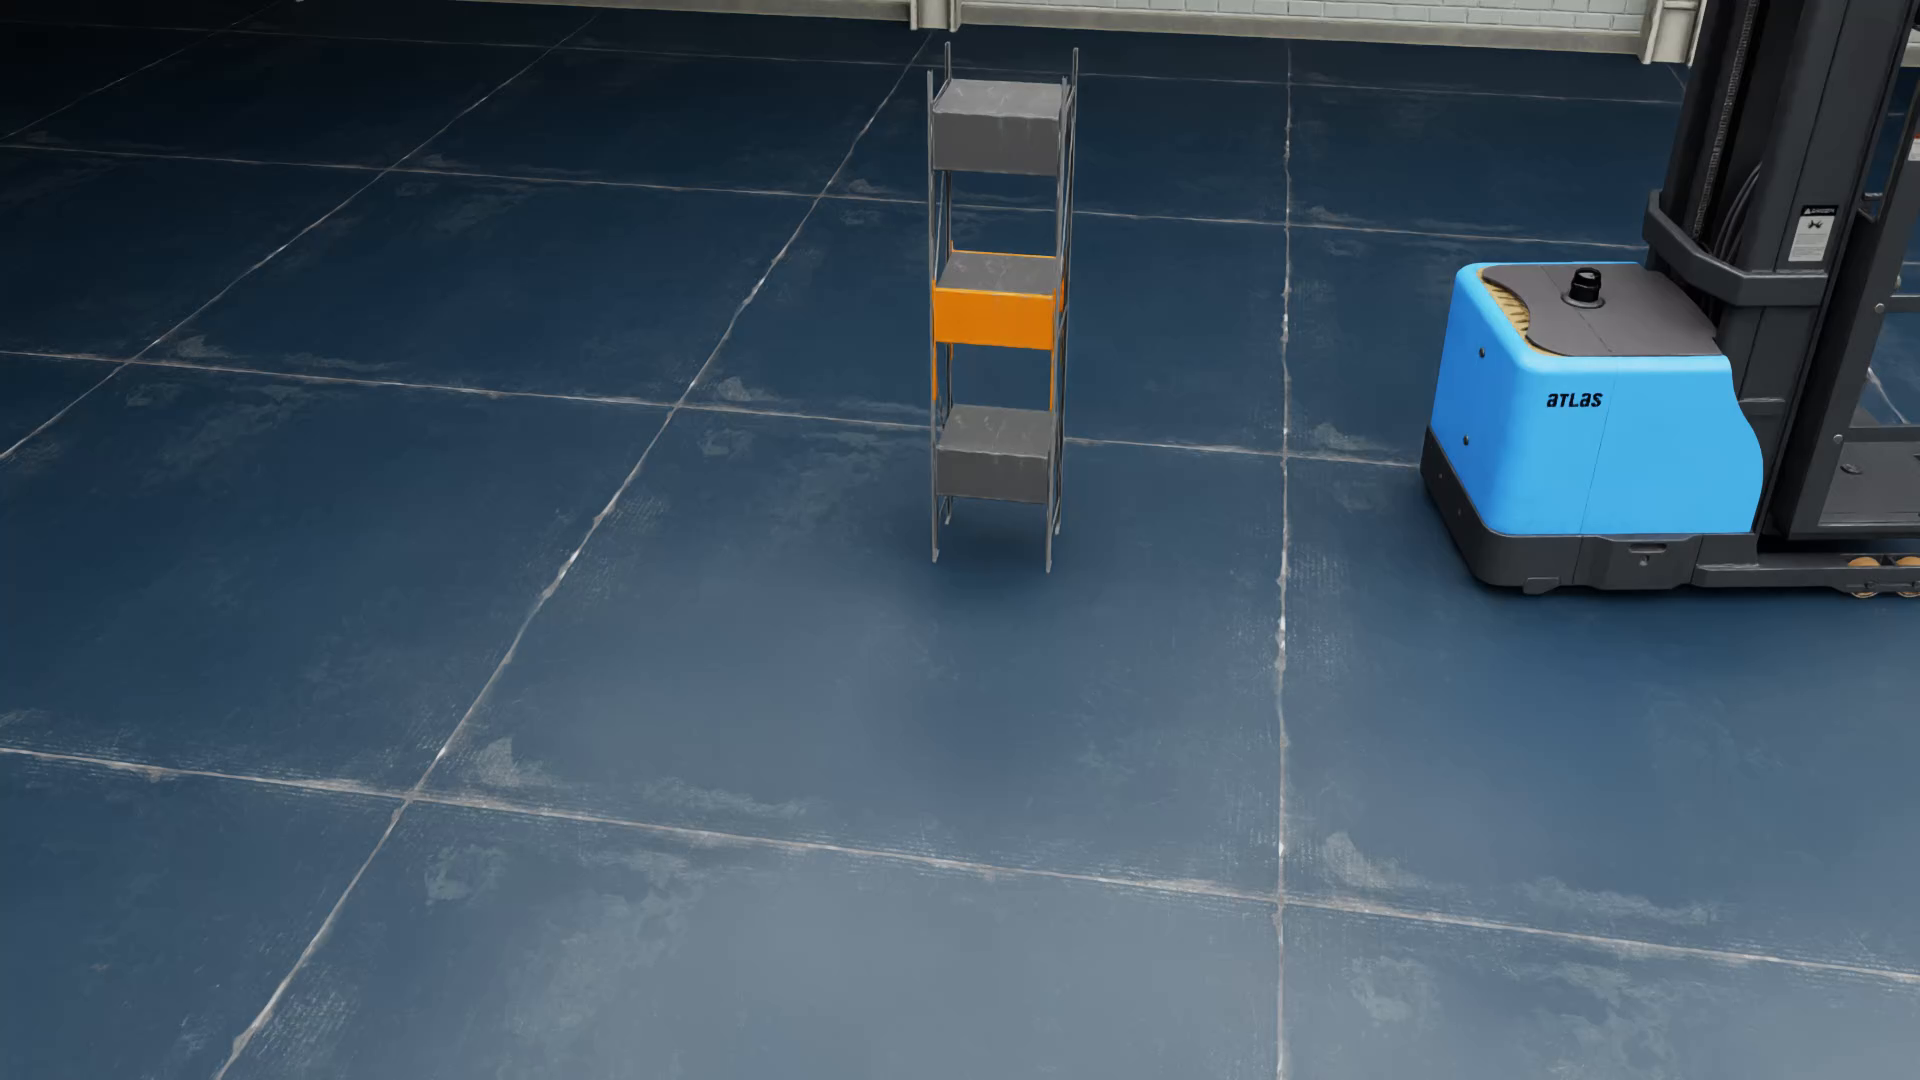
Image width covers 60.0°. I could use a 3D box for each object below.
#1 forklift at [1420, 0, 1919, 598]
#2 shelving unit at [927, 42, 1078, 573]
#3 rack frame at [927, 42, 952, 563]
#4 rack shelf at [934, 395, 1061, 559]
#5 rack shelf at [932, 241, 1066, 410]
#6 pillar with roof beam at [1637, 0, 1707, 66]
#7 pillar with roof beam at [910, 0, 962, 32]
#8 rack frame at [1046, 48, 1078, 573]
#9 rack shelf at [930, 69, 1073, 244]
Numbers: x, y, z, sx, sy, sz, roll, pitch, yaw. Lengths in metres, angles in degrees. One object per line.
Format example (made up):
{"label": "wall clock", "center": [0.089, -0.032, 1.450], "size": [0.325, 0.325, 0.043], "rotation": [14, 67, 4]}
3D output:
{"label": "forklift", "center": [3.630, -1.286, 6.543], "size": [3.031, 2.935, 1.130], "rotation": [-1, 32, -1]}
{"label": "shelving unit", "center": [0.163, -0.875, 6.669], "size": [0.503, 2.100, 0.431], "rotation": [5, 32, 8]}
{"label": "rack frame", "center": [-0.077, -0.897, 6.704], "size": [0.015, 2.100, 0.400], "rotation": [5, 32, 8]}
{"label": "rack shelf", "center": [0.163, -0.270, 7.048], "size": [0.480, 0.518, 0.431], "rotation": [5, 32, 8]}
{"label": "rack shelf", "center": [0.163, -0.864, 6.677], "size": [0.480, 0.518, 0.431], "rotation": [5, 32, 8]}
{"label": "pillar with roof beam", "center": [4.984, -5.453, 7.480], "size": [0.400, 9.000, 9.100], "rotation": [5, 32, 8]}
{"label": "pillar with roof beam", "center": [-0.930, -5.988, 8.336], "size": [0.400, 9.000, 9.100], "rotation": [5, 32, 8]}
{"label": "rack frame", "center": [0.404, -0.853, 6.634], "size": [0.015, 2.100, 0.400], "rotation": [5, 32, 8]}
{"label": "rack shelf", "center": [0.163, -1.457, 6.305], "size": [0.480, 0.518, 0.431], "rotation": [5, 32, 8]}
